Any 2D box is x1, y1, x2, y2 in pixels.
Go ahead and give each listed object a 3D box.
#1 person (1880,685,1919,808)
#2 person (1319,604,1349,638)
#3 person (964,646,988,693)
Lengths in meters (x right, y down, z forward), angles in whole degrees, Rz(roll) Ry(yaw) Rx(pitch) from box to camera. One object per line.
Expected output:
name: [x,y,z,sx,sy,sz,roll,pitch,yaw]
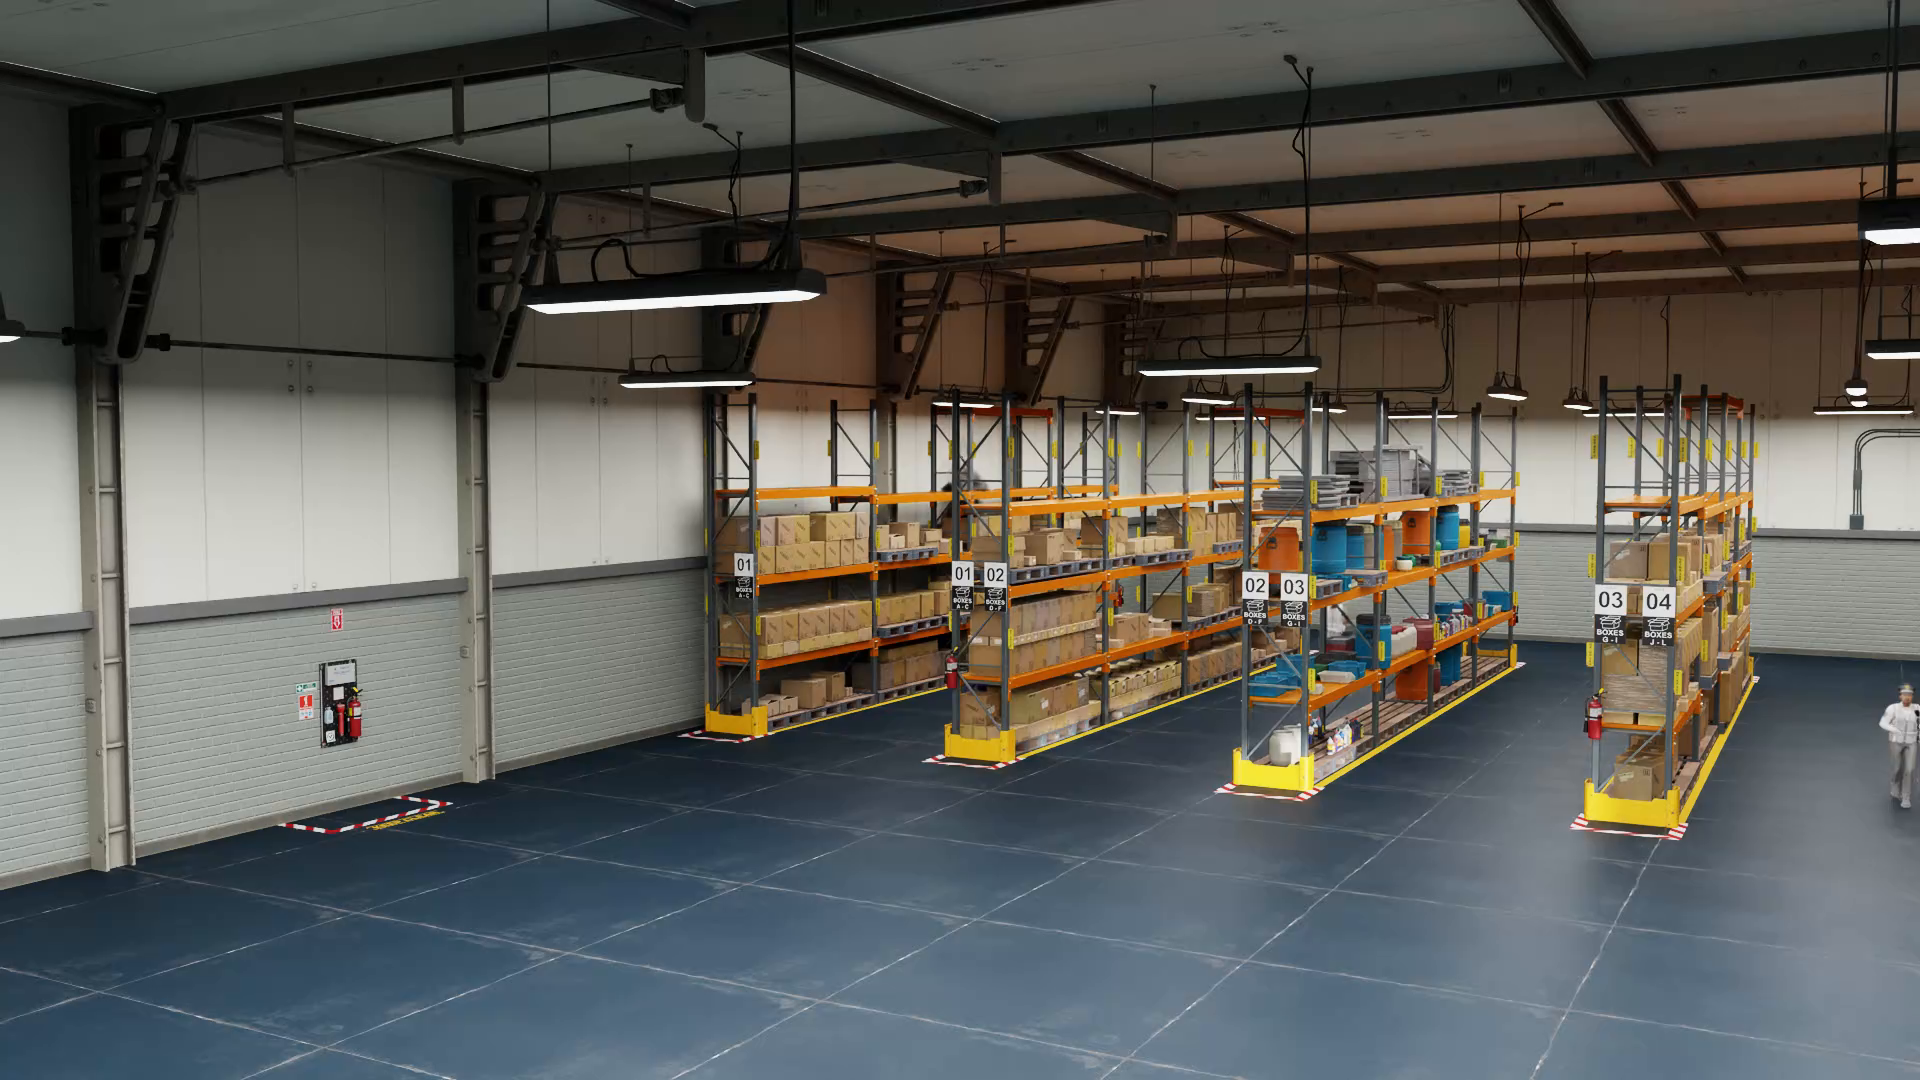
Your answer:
person: [13.296,2.863,23.403,0.621,1.680,0.824,1,3,24]
person: [8.528,2.080,38.044,0.665,1.748,0.634,1,3,24]
person: [0.335,2.527,30.854,0.597,1.687,0.726,1,3,23]
